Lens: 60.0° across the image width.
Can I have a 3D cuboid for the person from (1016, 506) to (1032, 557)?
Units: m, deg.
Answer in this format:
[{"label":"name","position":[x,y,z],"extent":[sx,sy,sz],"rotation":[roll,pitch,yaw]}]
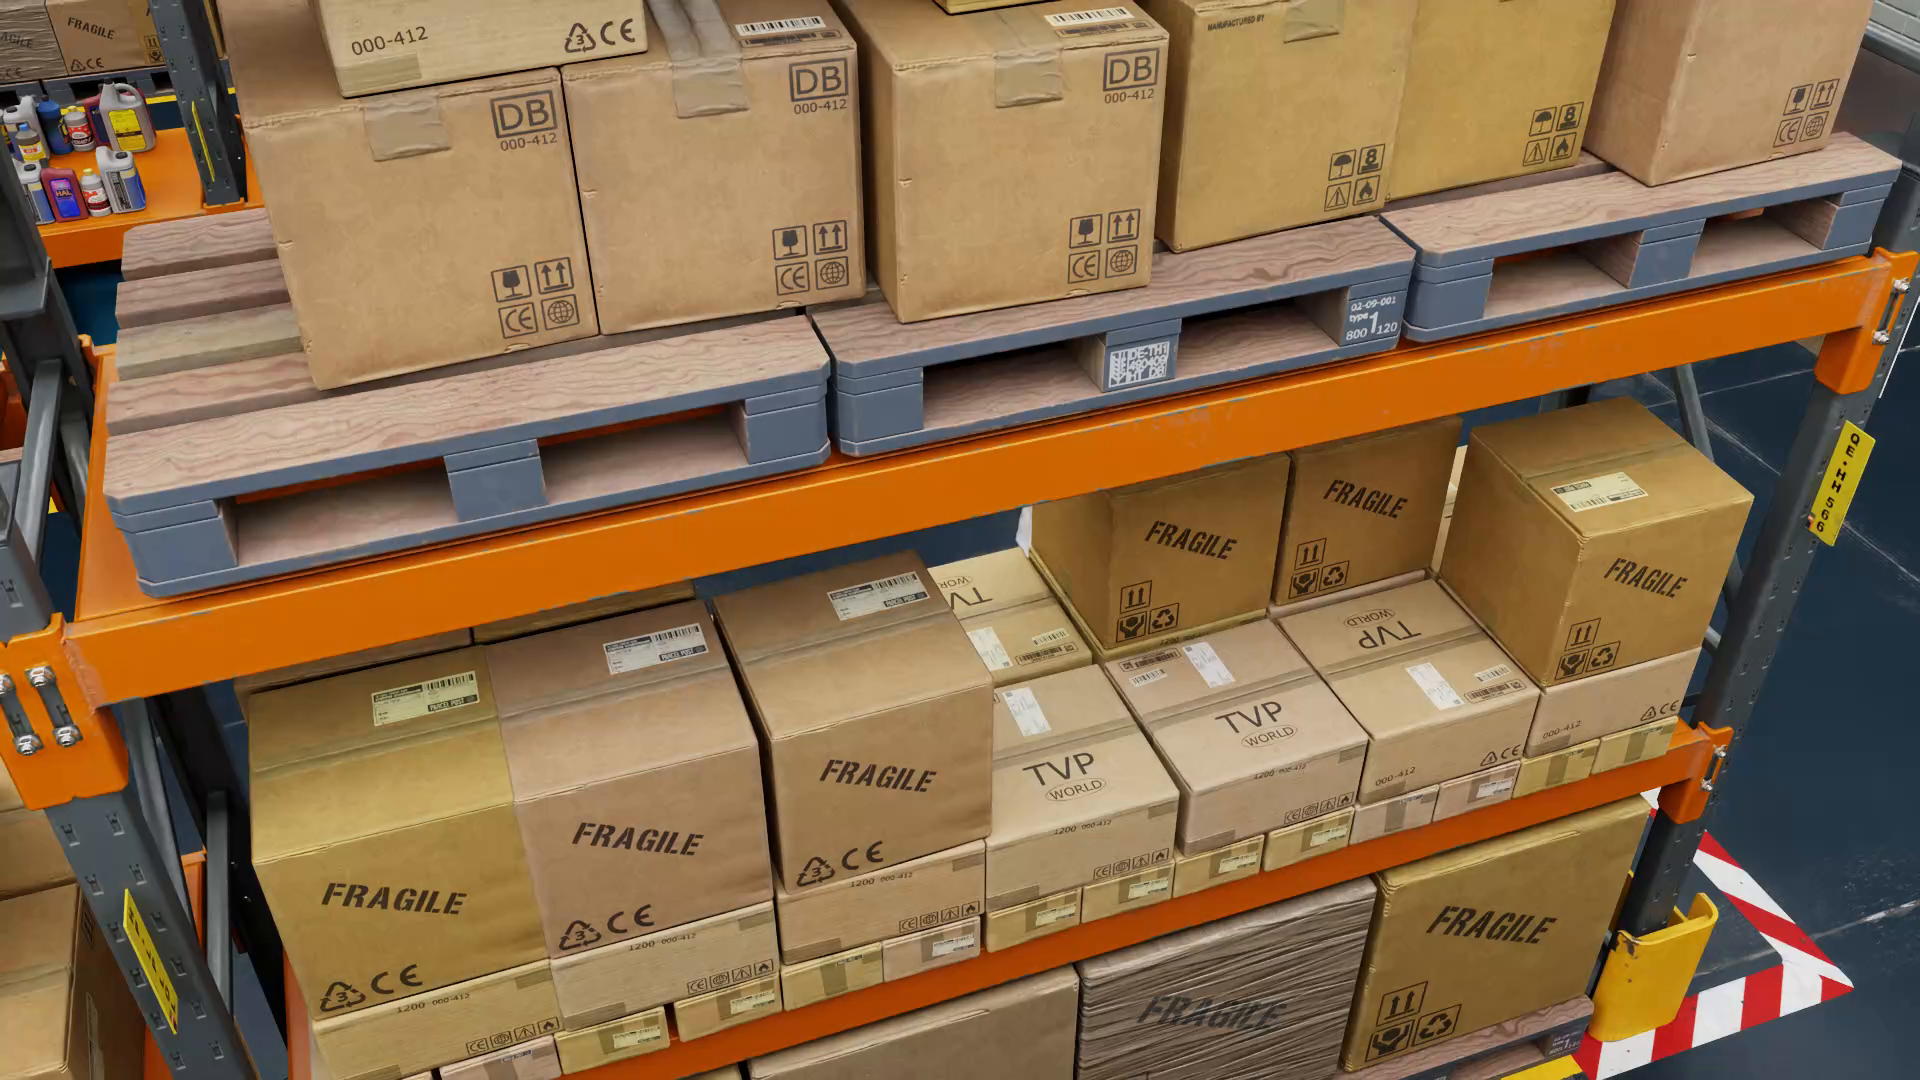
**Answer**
[{"label":"person","position":[0.402,0.064,6.052],"extent":[0.358,1.783,0.536],"rotation":[-12,39,-15]}]
